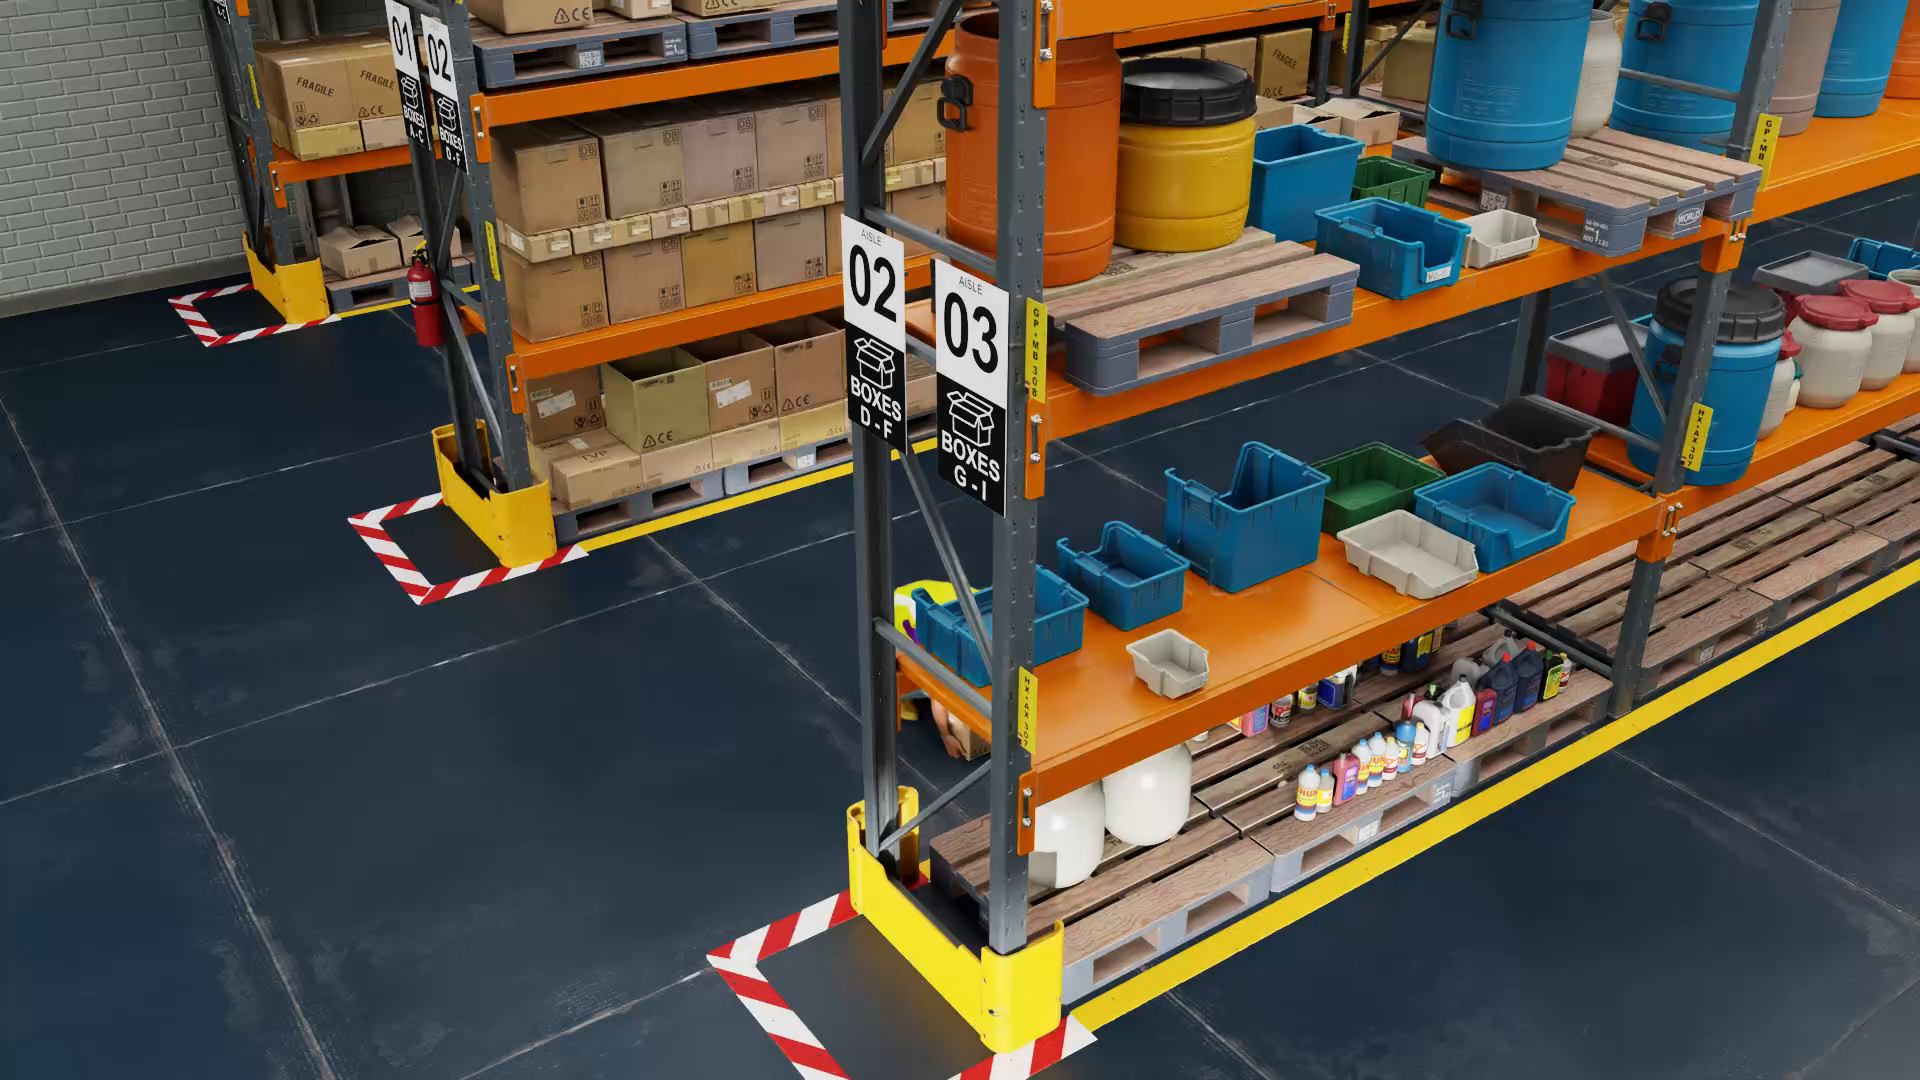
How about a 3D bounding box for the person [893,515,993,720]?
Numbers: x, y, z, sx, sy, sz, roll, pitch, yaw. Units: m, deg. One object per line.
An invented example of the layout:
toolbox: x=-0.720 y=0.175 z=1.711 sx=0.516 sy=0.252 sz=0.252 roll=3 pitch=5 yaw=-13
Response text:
person: x=-0.067 y=0.464 z=8.472 sx=0.487 sy=1.065 sz=0.982 roll=-20 pitch=34 yaw=-33
